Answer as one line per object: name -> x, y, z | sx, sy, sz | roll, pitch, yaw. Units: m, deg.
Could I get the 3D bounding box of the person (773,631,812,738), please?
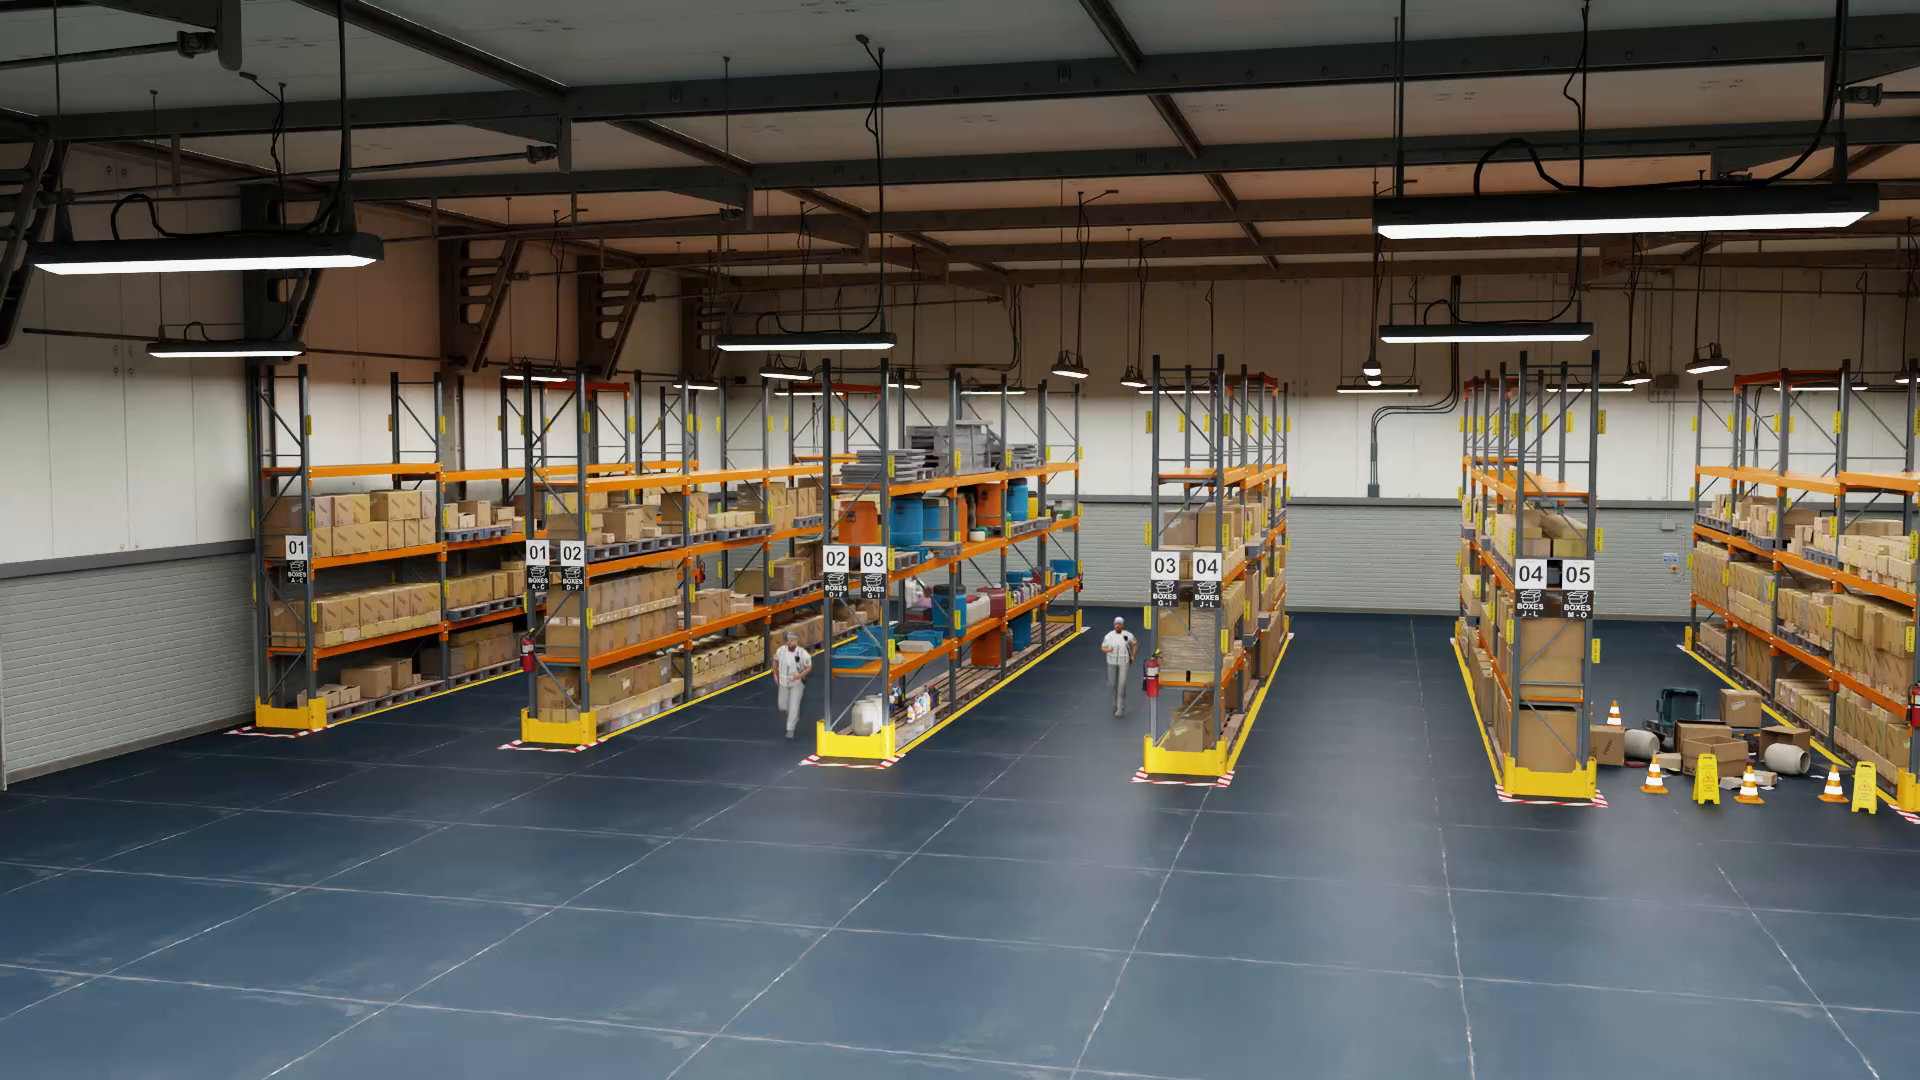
person -> -2.718, 2.312, 26.786 | 0.701, 1.740, 0.671 | 1, 4, 14

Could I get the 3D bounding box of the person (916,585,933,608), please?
person -> -0.692, 1.764, 35.536 | 0.558, 1.603, 0.646 | 2, 4, 23

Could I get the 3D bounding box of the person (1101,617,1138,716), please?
person -> 2.763, 2.167, 28.902 | 0.607, 1.641, 0.941 | 1, 4, 15

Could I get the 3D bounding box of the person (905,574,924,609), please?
person -> -1.114, 1.484, 38.484 | 0.554, 1.699, 0.914 | 0, 4, 1
